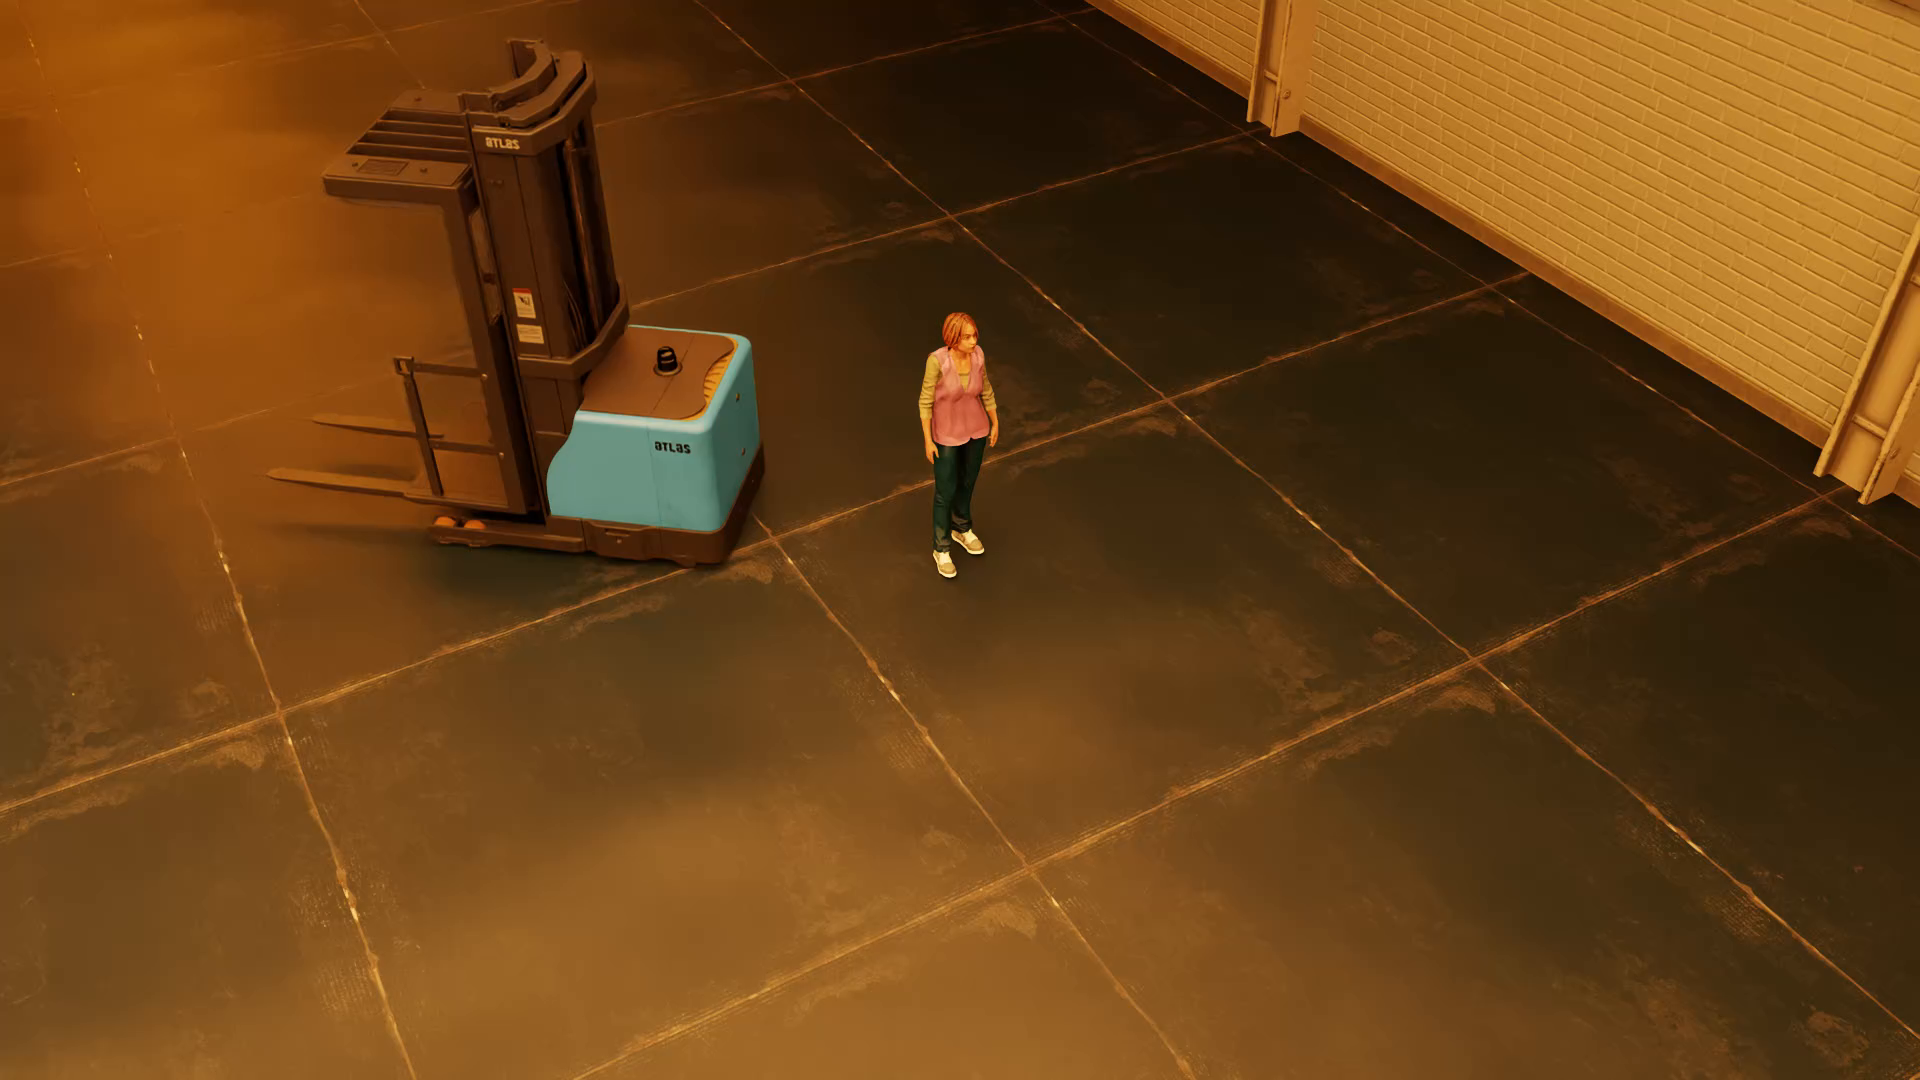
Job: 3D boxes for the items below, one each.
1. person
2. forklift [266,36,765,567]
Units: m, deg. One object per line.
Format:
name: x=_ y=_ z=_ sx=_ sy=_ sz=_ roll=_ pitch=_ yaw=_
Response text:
person: x=0.025 y=-0.575 z=9.763 sx=0.520 sy=1.597 sz=0.476 roll=-20 pitch=44 yaw=-23
forklift: x=-2.825 y=-1.410 z=9.736 sx=3.031 sy=2.935 sz=1.130 roll=6 pitch=40 yaw=7
